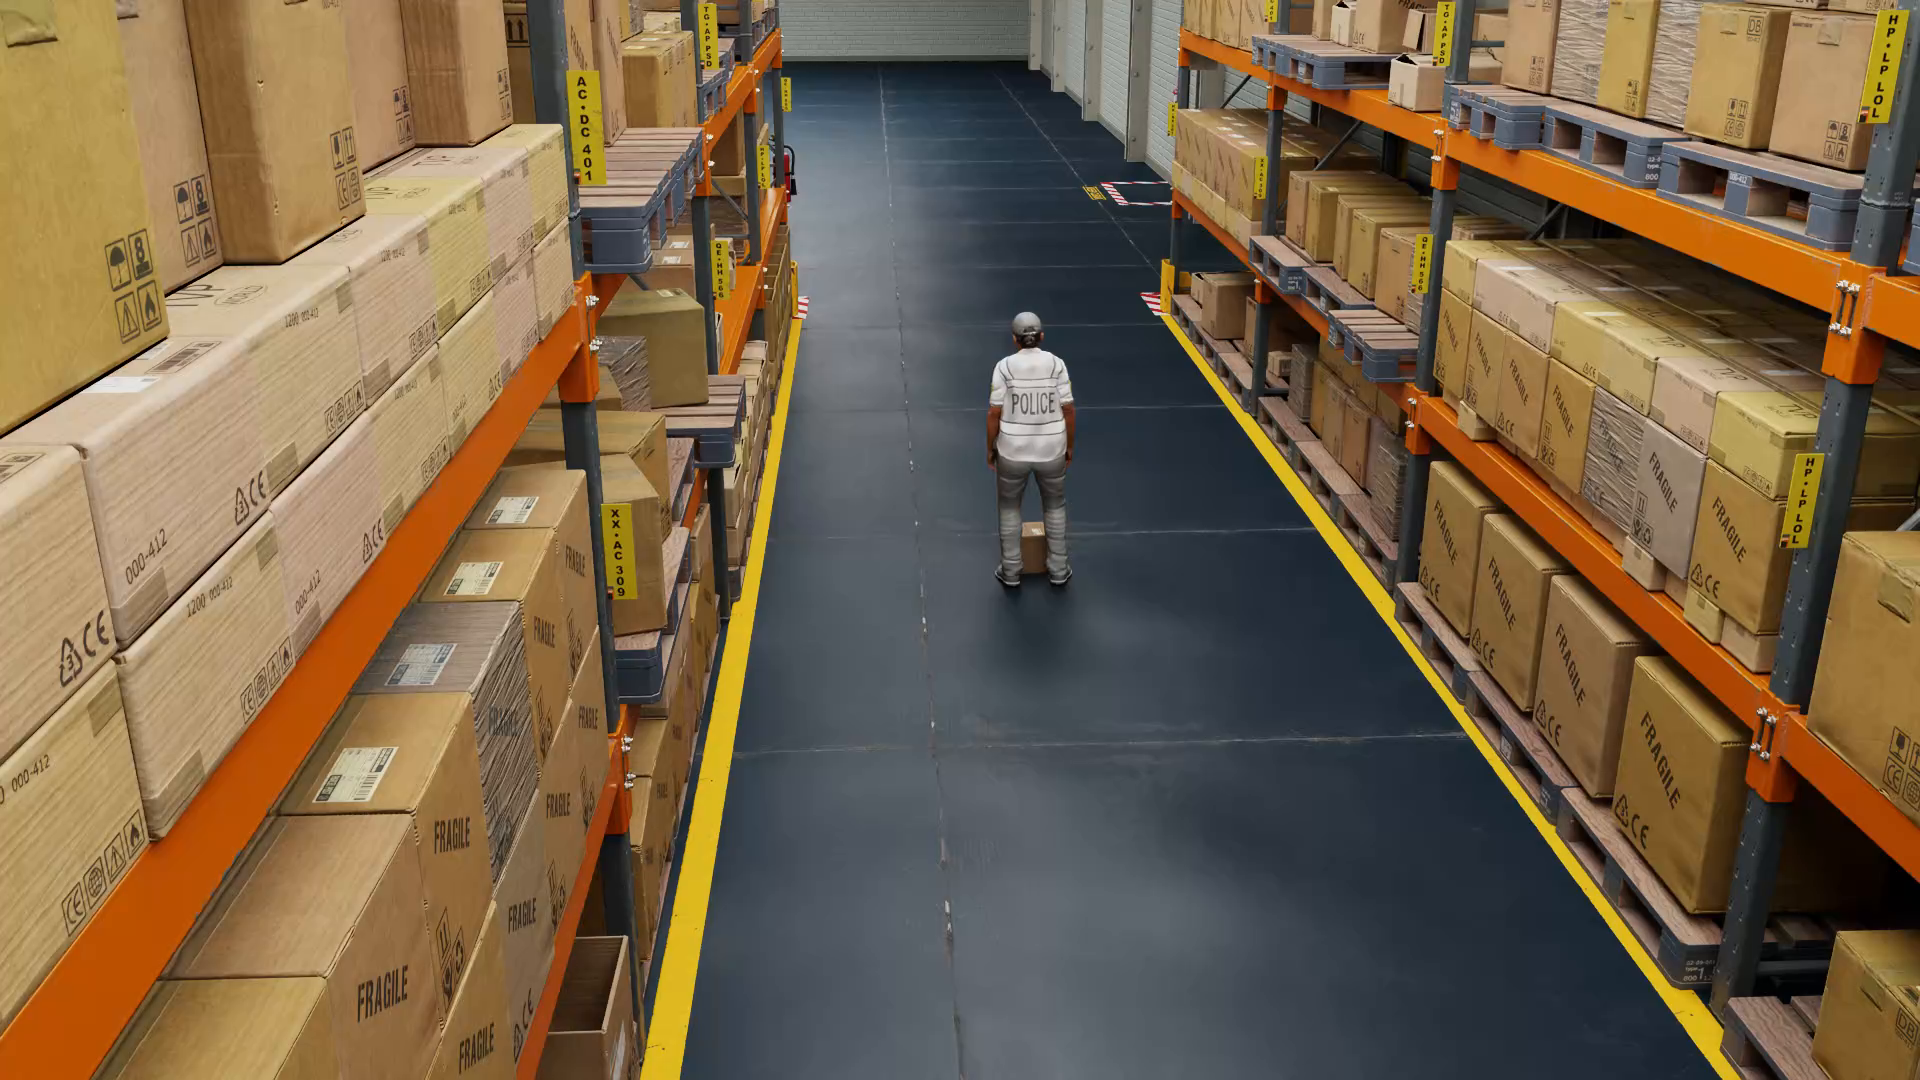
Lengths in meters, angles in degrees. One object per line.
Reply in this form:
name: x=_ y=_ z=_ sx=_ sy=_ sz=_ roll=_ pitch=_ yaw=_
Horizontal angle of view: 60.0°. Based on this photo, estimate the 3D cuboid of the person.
person: x=0.431 y=-0.537 z=10.003 sx=0.547 sy=1.666 sz=0.473 roll=-1 pitch=21 yaw=-4
